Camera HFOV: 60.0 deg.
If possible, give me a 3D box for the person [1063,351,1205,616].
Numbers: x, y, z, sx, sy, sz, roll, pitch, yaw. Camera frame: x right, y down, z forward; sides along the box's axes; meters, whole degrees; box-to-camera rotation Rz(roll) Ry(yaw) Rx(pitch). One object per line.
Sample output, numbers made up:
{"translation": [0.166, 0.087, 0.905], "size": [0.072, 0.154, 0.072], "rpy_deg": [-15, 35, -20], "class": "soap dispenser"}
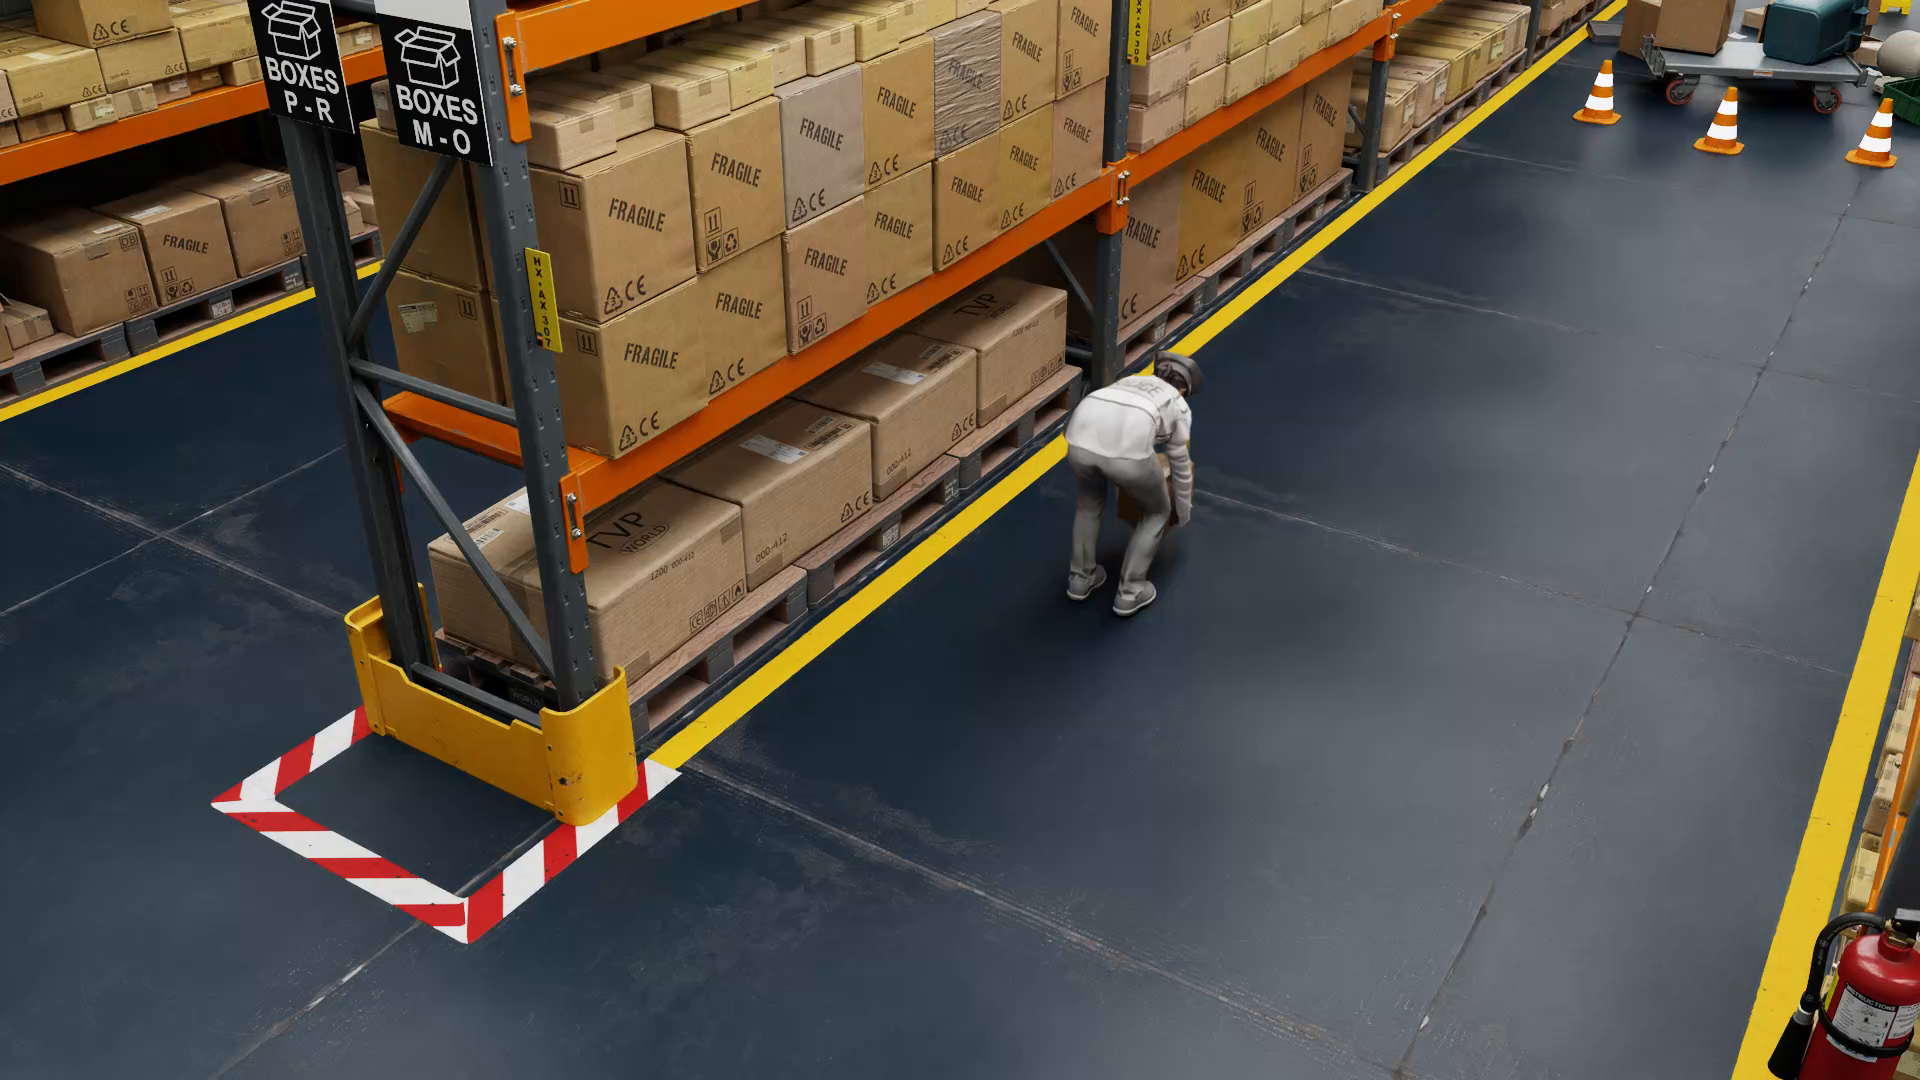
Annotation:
{"translation": [0.764, -0.270, 7.236], "size": [0.433, 1.005, 0.917], "rpy_deg": [16, 34, 25], "class": "person"}
